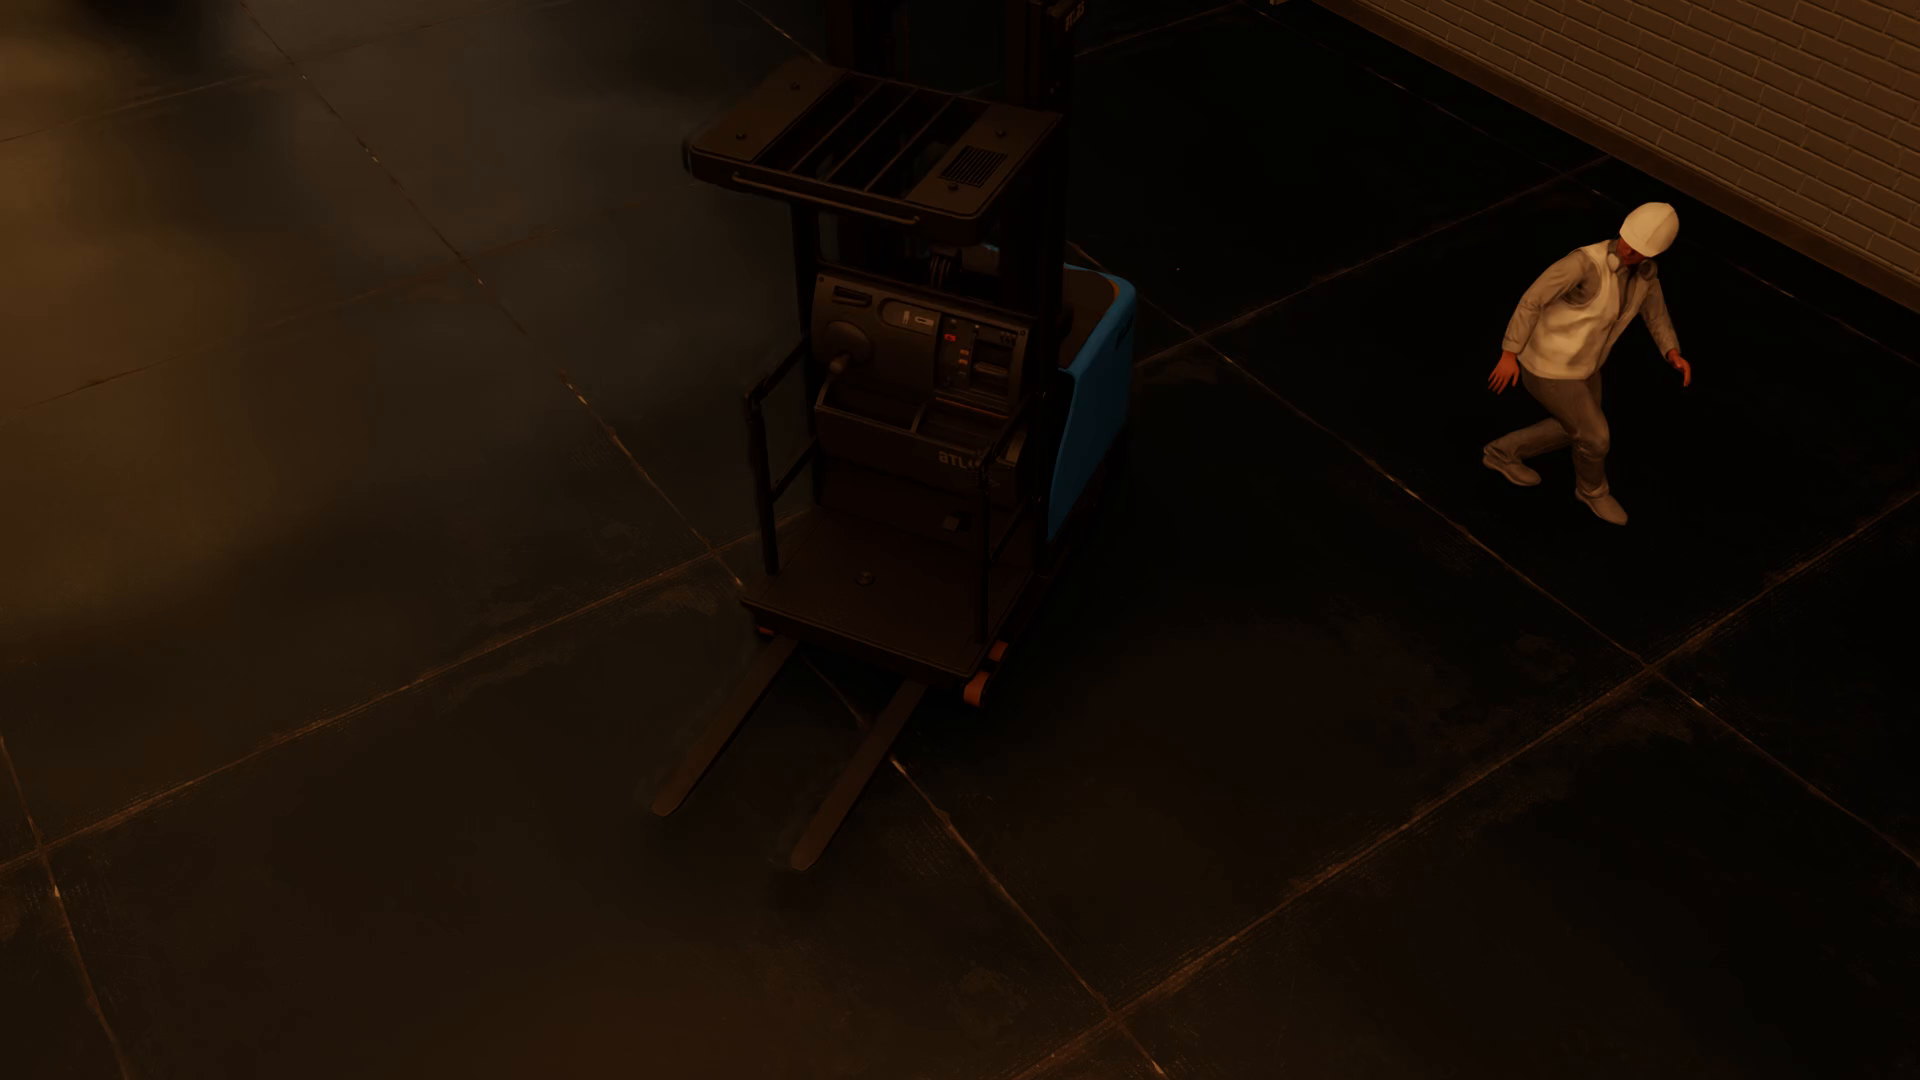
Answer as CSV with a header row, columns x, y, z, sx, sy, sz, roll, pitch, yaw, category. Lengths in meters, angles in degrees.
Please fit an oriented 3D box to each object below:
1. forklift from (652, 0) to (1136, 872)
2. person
x,y,z,sx,sy,sz,roll,pitch,yaw,category
-0.254,-0.702,6.477,1.130,2.935,3.031,17,45,18,forklift
2.845,-0.754,7.507,0.797,1.648,0.788,34,52,31,person
